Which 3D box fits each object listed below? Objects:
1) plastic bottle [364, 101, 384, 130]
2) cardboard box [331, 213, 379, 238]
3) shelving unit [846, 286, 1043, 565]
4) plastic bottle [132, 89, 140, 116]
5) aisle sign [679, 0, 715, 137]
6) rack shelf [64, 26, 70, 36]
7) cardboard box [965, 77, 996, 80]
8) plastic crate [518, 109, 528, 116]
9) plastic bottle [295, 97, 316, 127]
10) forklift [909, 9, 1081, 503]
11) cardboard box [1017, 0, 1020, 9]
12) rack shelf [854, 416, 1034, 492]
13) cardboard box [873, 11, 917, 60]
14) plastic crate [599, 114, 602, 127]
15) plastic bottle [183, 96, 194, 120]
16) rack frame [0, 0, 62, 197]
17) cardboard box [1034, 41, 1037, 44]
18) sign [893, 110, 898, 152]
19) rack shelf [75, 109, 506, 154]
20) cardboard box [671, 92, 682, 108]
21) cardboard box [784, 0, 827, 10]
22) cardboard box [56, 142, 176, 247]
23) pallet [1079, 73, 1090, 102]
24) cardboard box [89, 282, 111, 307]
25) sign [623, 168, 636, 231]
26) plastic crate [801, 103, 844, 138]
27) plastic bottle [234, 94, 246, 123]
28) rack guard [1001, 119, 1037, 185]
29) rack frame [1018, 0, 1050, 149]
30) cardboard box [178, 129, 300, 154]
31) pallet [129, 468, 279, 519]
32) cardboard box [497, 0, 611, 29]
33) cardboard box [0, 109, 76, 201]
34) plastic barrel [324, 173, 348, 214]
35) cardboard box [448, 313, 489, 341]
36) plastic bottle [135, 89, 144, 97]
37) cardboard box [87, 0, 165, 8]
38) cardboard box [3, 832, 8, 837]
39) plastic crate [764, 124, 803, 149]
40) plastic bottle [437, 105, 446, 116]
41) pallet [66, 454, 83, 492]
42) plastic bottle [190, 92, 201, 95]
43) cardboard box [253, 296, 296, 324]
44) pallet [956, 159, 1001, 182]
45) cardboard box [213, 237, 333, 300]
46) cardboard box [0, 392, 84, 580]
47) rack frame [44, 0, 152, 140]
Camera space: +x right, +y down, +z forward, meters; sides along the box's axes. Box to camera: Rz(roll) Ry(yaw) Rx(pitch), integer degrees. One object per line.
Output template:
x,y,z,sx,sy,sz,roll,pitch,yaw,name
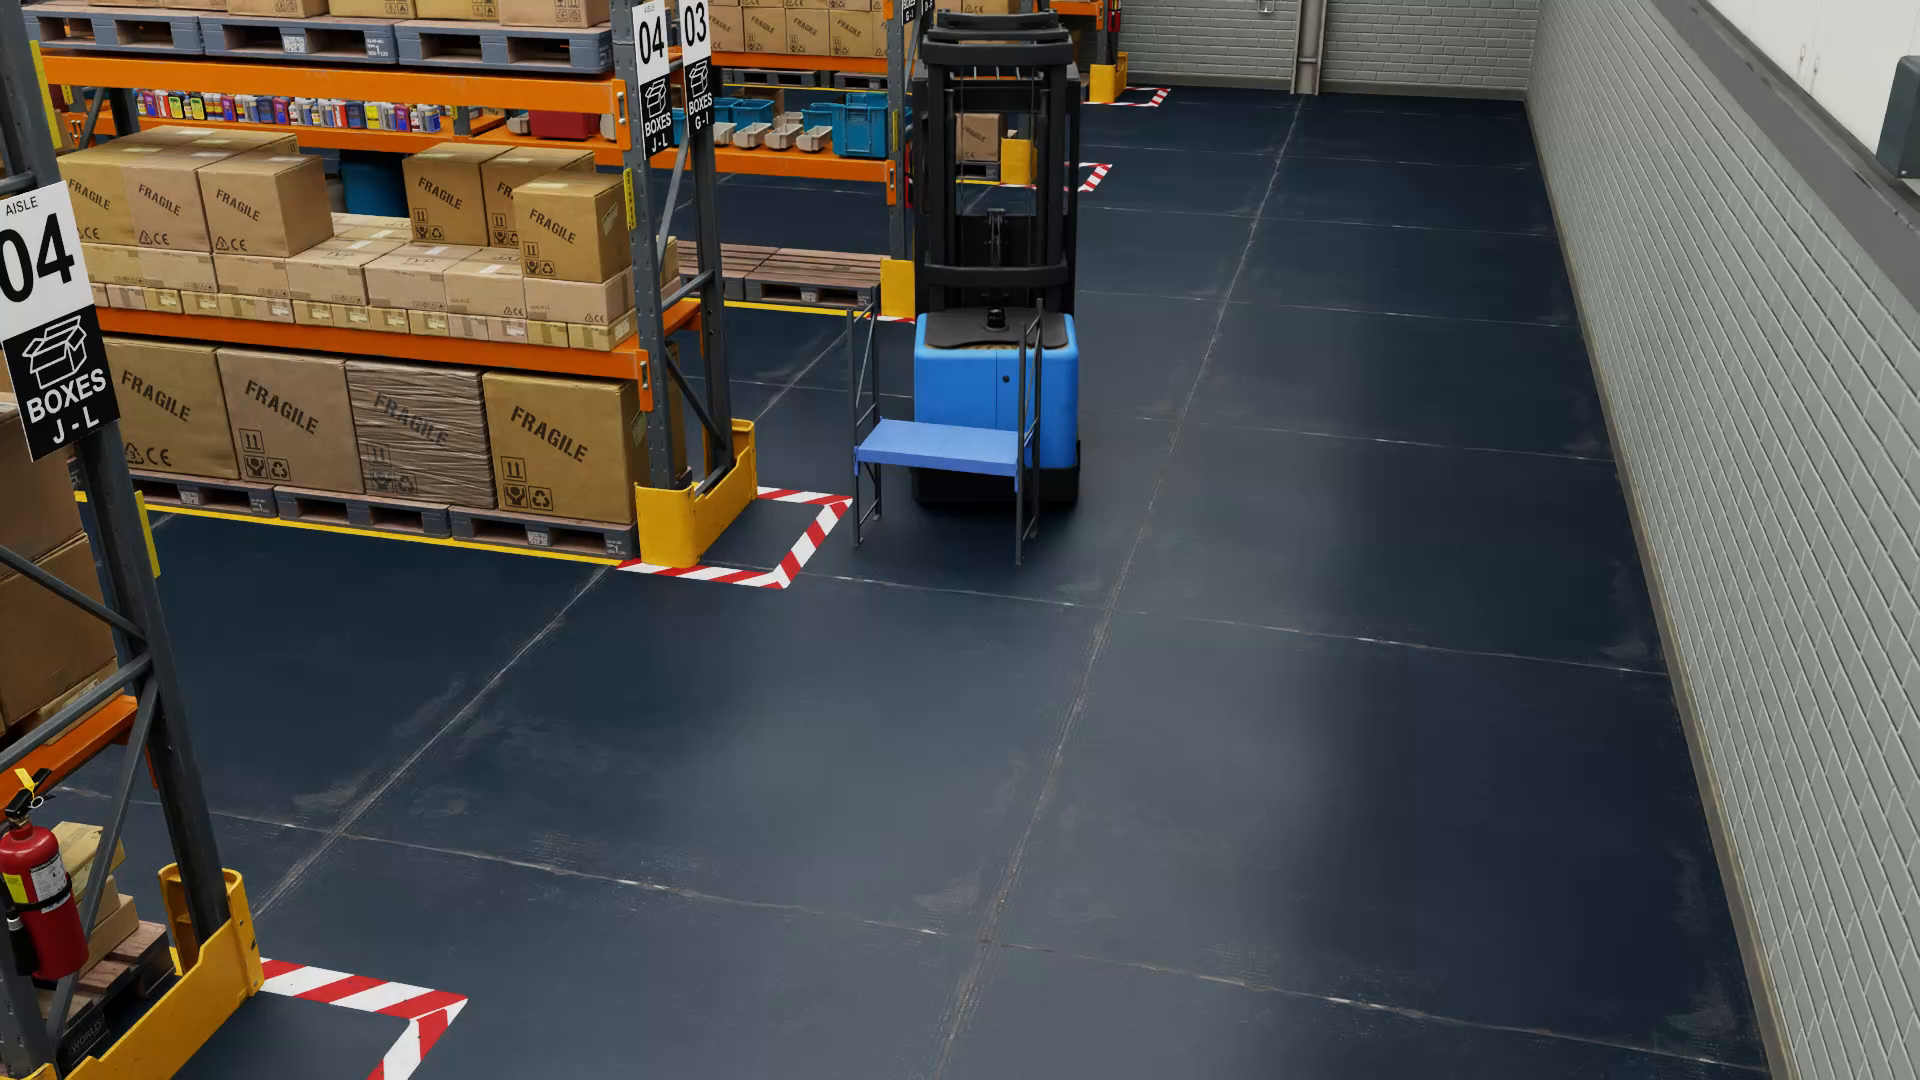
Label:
-5.253,-3.872,14.951,0.185,0.351,0.144,6,26,13,plastic bottle
-4.025,-1.890,10.559,0.500,0.250,0.500,7,26,14,cardboard box
-0.083,-0.686,9.947,1.048,1.500,0.538,6,26,13,shelving unit
-7.711,-4.098,15.517,0.097,0.271,0.097,0,25,0,plastic bottle
-1.496,-2.733,9.477,0.004,0.787,0.394,6,26,13,aisle sign
-7.451,-3.114,10.649,4.000,0.370,1.077,6,26,13,rack shelf
0.386,-6.830,23.526,0.500,0.500,0.700,5,26,11,cardboard box
-3.744,-4.044,15.204,0.575,0.384,0.392,6,26,13,plastic crate
-5.940,-3.916,15.131,0.135,0.276,0.152,6,26,13,plastic bottle
0.236,-2.144,11.343,1.130,2.935,3.031,0,25,0,forklift
0.466,-6.220,18.545,0.500,0.500,0.500,7,26,15,cardboard box
-0.083,-0.524,10.024,1.000,0.185,0.538,6,26,13,rack shelf
-0.656,-5.655,18.523,0.500,0.500,0.500,7,26,13,cardboard box
-3.130,-3.827,15.050,0.590,0.125,0.437,6,26,13,plastic crate
-7.134,-4.002,15.398,0.097,0.201,0.097,0,25,0,plastic bottle
-2.974,-2.097,4.186,0.127,3.000,1.000,6,26,13,rack frame
1.188,-6.954,23.031,0.250,0.149,0.380,6,26,12,cardboard box
-0.528,-3.347,13.601,0.005,0.325,0.100,6,26,13,sign
-6.218,-3.822,15.625,4.000,0.370,1.077,6,26,13,rack shelf
-3.593,-4.998,19.654,0.500,0.500,0.500,6,26,13,cardboard box
-1.660,-6.213,18.531,0.500,0.500,0.500,6,26,11,cardboard box
-5.114,-2.118,10.165,0.500,0.500,0.500,6,26,13,cardboard box
1.267,-6.423,23.495,1.213,0.211,1.003,6,26,13,pallet
-5.311,-1.587,10.386,0.250,0.149,0.380,6,26,13,cardboard box
-1.789,-1.847,9.018,0.005,0.325,0.100,6,26,13,sign
-1.202,-3.690,14.635,0.300,0.233,0.416,6,26,13,plastic crate
-6.592,-3.974,15.258,0.097,0.271,0.097,0,25,0,plastic bottle
0.757,-4.445,19.006,0.348,0.500,1.175,6,26,13,rack guard
0.830,-5.566,18.451,0.127,3.000,1.000,6,26,13,rack frame
-4.518,-2.282,10.510,0.500,0.500,0.500,7,26,14,cardboard box
-4.797,-0.497,11.049,1.213,0.211,1.003,6,26,13,pallet
-2.157,-3.110,9.082,0.500,0.500,0.700,5,26,10,cardboard box
-6.135,-2.433,10.588,0.637,0.503,0.797,6,26,12,cardboard box
-6.014,-3.238,15.966,0.421,0.512,0.421,0,25,0,plastic barrel
-2.805,-1.311,9.807,0.250,0.149,0.380,7,26,14,cardboard box
-7.778,-4.187,15.699,0.135,0.276,0.152,6,26,13,plastic bottle
-4.742,-3.446,9.788,0.500,0.500,0.700,5,26,10,cardboard box
-3.693,1.264,6.242,0.250,0.149,0.380,7,26,14,cardboard box
-1.519,-3.461,14.267,0.243,0.136,0.396,6,26,13,plastic crate
-4.870,-4.121,15.565,0.097,0.271,0.097,0,25,0,plastic bottle
-6.281,-0.663,11.396,1.213,0.211,1.003,6,26,13,pallet
-7.433,-4.418,16.175,0.133,0.283,0.061,6,26,13,plastic bottle
-4.055,-1.448,10.095,0.250,0.149,0.380,7,26,14,cardboard box
-0.016,-4.400,19.246,1.213,0.211,1.003,6,26,13,pallet
-4.141,-1.669,10.095,0.500,0.250,0.500,7,26,14,cardboard box
-3.342,-0.178,5.508,0.500,0.500,0.500,6,26,13,cardboard box
-8.155,-4.361,15.920,0.127,3.000,1.000,6,26,13,rack frame
